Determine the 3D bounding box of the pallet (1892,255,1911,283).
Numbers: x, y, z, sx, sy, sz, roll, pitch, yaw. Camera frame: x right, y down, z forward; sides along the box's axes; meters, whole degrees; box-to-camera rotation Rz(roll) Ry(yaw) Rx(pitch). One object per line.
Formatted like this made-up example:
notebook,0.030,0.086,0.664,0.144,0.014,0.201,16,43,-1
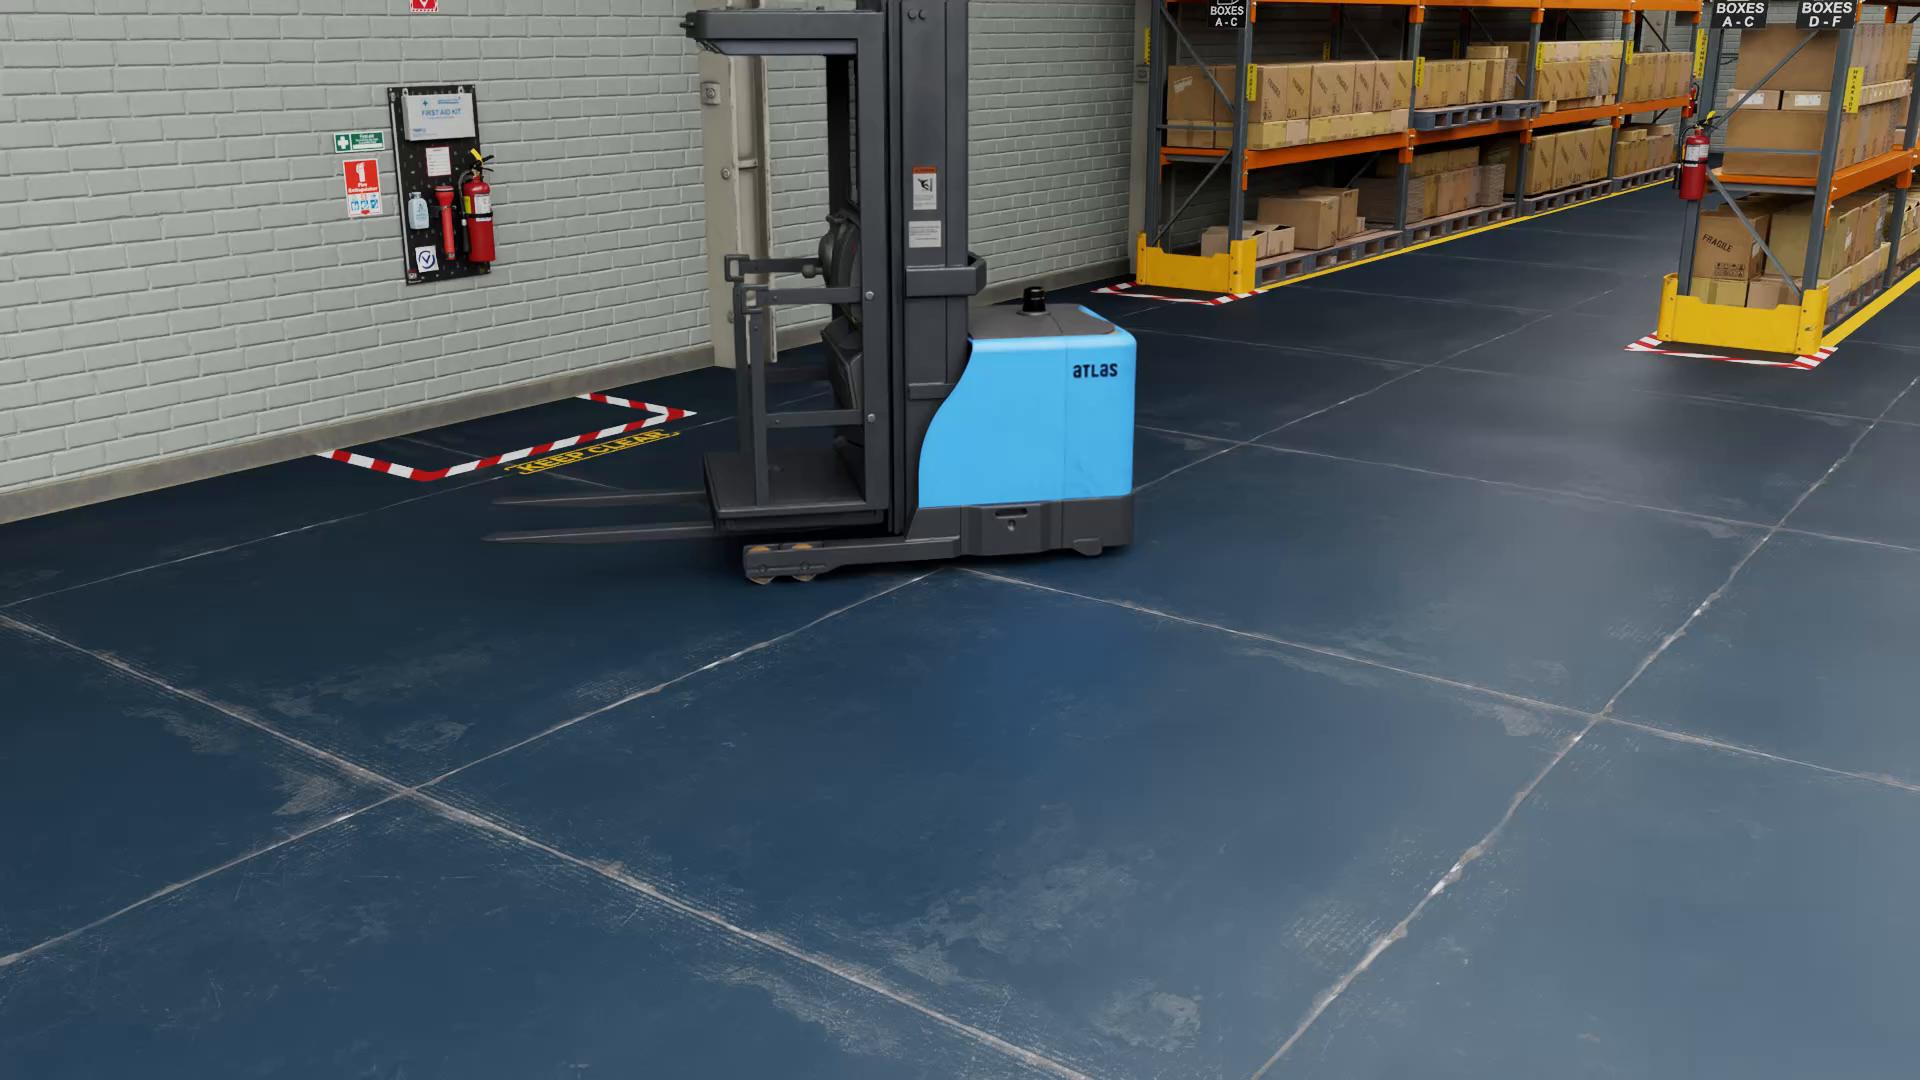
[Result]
pallet,9.003,-2.804,16.917,1.003,0.211,1.213,12,21,35

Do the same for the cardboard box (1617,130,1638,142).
cardboard box,10.260,-6.259,25.754,0.380,0.149,0.250,13,22,37

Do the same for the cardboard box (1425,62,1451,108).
cardboard box,5.284,-5.333,19.448,0.700,0.500,0.500,15,23,40

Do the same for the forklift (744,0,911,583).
forklift,-0.736,-1.374,7.726,3.031,2.935,1.121,-3,18,-11

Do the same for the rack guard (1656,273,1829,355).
rack guard,6.198,-1.801,13.201,1.175,0.500,0.348,12,21,35

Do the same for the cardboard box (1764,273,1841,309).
cardboard box,7.005,-2.096,13.864,0.500,0.250,0.500,12,21,35

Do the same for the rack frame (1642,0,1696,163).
rack frame,11.767,-7.685,27.934,0.949,2.616,0.053,12,21,35

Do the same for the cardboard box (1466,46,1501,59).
cardboard box,6.637,-6.181,21.087,0.380,0.149,0.250,9,19,26

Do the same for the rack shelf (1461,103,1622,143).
rack shelf,8.190,-5.913,23.441,1.077,0.370,4.000,12,21,35

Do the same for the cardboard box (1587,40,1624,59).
cardboard box,9.309,-7.134,24.191,0.500,0.250,0.500,13,22,36

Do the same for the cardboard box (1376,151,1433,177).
cardboard box,5.300,-4.486,19.840,0.500,0.250,0.500,12,21,34

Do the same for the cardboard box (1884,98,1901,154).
cardboard box,8.336,-3.894,15.558,0.700,0.500,0.500,12,21,33

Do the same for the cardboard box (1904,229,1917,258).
cardboard box,9.340,-3.015,16.822,0.500,0.250,0.500,13,22,36

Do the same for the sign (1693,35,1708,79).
sign,5.785,-3.766,12.961,0.100,0.325,0.005,12,21,35

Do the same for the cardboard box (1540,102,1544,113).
cardboard box,7.537,-5.766,22.143,0.380,0.149,0.250,13,21,35

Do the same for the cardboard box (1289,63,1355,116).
cardboard box,3.671,-4.595,16.936,0.500,0.500,0.500,13,22,36

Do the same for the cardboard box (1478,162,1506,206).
cardboard box,6.611,-4.616,21.524,0.700,0.500,0.500,13,21,35

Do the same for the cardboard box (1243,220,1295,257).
cardboard box,3.056,-3.086,16.915,0.500,0.311,0.500,15,22,39

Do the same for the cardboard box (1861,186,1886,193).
cardboard box,9.819,-3.741,18.214,0.500,0.311,0.500,12,21,33

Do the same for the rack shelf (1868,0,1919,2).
rack shelf,9.787,-5.587,17.091,0.831,0.071,3.687,12,21,35

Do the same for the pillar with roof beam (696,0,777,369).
pillar with roof beam,1.836,-4.870,8.752,9.100,9.000,0.400,12,21,35

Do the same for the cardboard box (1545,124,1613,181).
cardboard box,9.099,-5.729,24.552,0.750,0.750,0.750,13,21,35

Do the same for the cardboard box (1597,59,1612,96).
cardboard box,9.013,-6.655,23.912,0.500,0.500,0.500,13,21,35

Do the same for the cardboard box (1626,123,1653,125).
cardboard box,11.342,-6.883,27.764,0.380,0.149,0.250,13,21,35

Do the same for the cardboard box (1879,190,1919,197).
cardboard box,9.957,-3.529,17.534,0.500,0.311,0.500,13,22,36

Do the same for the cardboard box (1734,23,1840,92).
cardboard box,6.532,-3.789,13.033,0.700,0.500,0.500,13,21,35

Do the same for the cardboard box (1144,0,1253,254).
cardboard box,12.656,-2.037,9.745,25.117,3.000,2.723,13,21,35

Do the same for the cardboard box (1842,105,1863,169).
cardboard box,7.110,-3.400,13.967,0.700,0.500,0.500,13,21,35

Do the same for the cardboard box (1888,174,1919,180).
cardboard box,11.347,-4.187,20.141,0.500,0.500,0.500,13,22,37

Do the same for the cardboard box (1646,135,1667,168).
cardboard box,11.130,-6.389,27.267,0.700,0.500,0.500,12,21,35

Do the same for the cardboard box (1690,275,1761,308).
cardboard box,6.294,-2.068,13.773,0.500,0.250,0.500,12,21,35

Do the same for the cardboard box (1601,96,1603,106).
cardboard box,9.085,-6.374,24.102,0.380,0.149,0.250,13,22,36

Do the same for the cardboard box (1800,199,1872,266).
cardboard box,7.606,-2.691,14.516,0.500,0.500,0.500,12,21,35

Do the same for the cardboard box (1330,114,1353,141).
cardboard box,3.686,-4.240,17.057,0.500,0.250,0.500,13,21,35

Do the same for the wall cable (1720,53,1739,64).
wall cable,15.422,-10.352,31.641,3.097,2.526,0.112,12,21,35

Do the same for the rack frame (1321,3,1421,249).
rack frame,4.615,-4.828,18.732,1.000,3.000,0.127,12,21,35

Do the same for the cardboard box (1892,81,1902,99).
cardboard box,11.445,-2.754,11.634,9.833,0.649,2.443,12,21,35

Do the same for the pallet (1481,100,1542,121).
pallet,6.659,-5.500,21.221,1.213,0.211,1.003,12,21,35

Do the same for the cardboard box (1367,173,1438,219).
cardboard box,5.308,-4.154,20.037,0.700,0.500,0.500,12,21,34

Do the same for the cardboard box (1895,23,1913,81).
cardboard box,8.336,-4.514,15.365,0.700,0.500,0.500,13,21,35

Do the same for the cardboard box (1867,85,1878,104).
cardboard box,7.535,-3.780,14.094,0.380,0.149,0.250,13,21,35

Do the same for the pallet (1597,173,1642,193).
pallet,9.897,-5.569,25.820,1.003,0.211,1.213,12,21,35

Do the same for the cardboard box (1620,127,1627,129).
cardboard box,10.437,-6.521,26.597,0.380,0.149,0.250,12,21,34
